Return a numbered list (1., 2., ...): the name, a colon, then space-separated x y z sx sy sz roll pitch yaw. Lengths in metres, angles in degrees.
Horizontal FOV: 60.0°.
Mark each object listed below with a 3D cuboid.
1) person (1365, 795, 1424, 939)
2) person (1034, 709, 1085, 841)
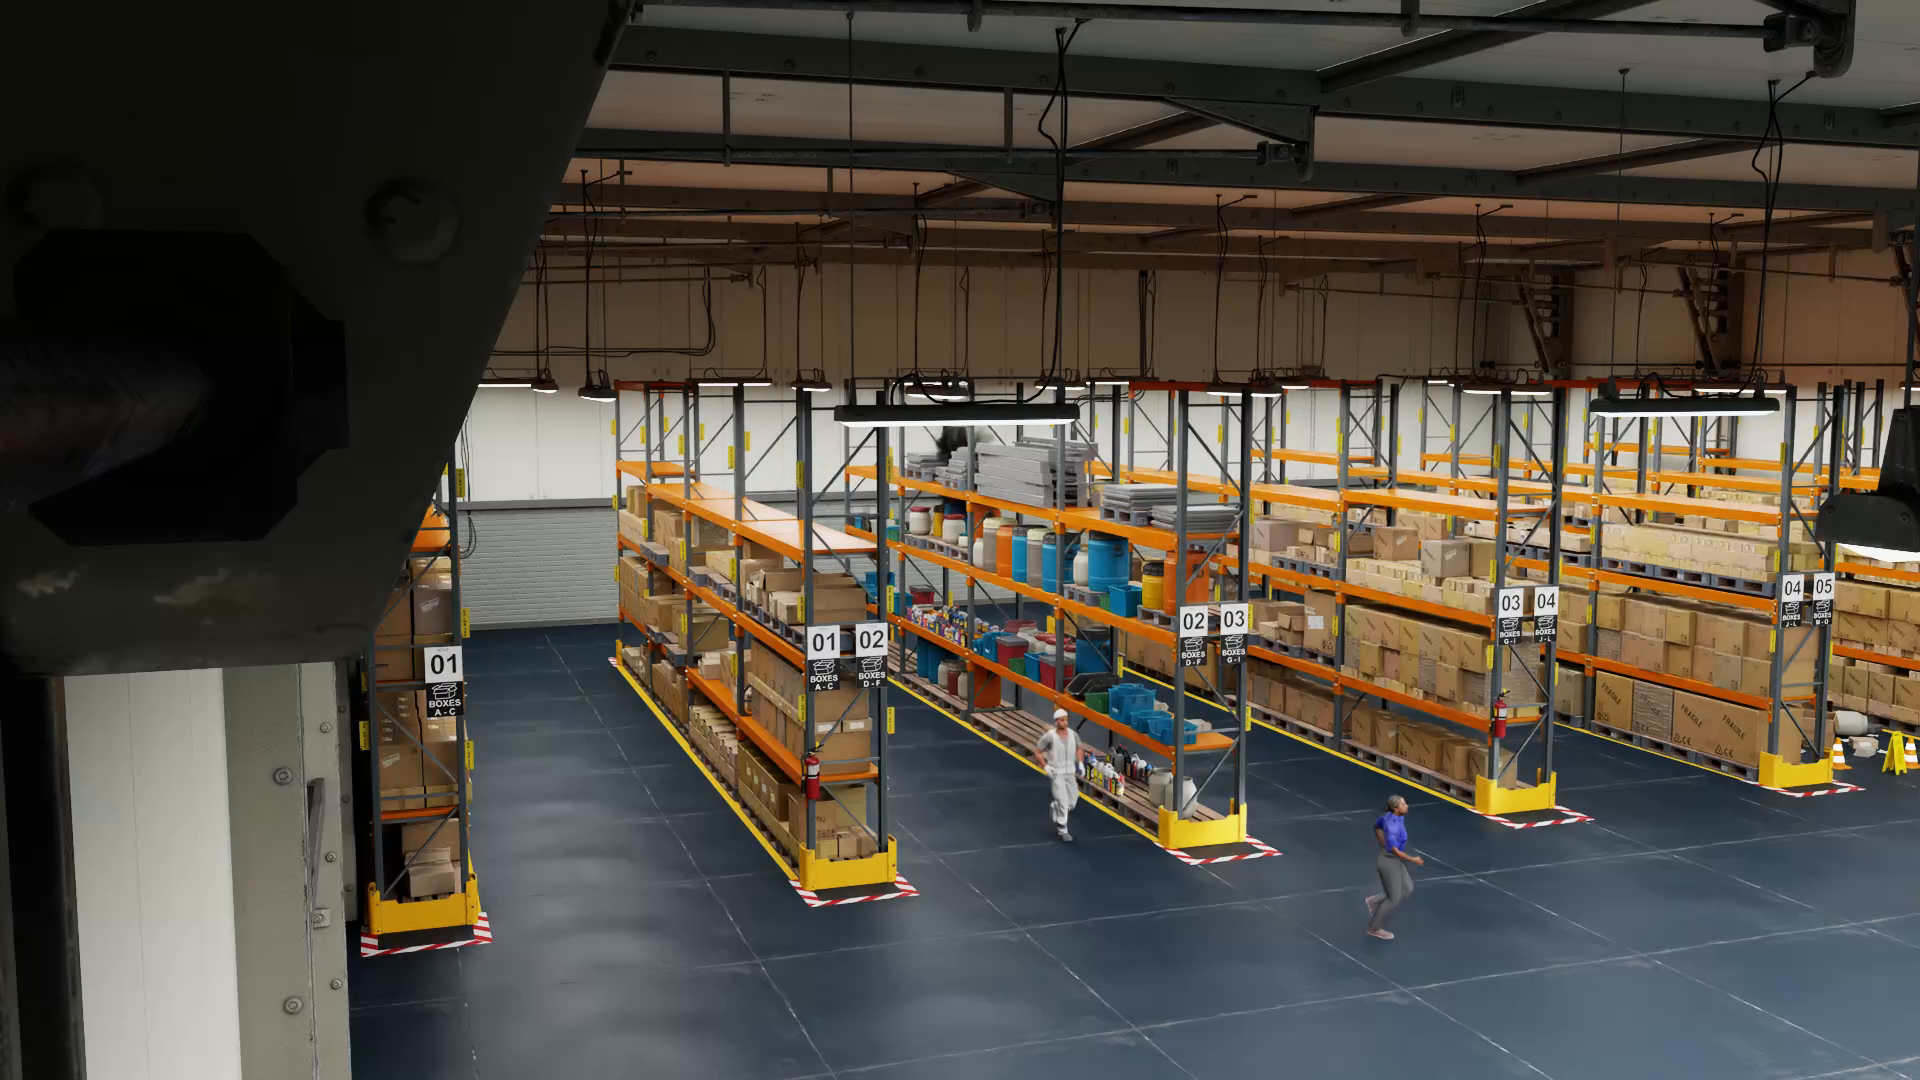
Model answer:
1. person: 4.808 3.596 18.398 0.616 1.613 0.601 1 6 11
2. person: 1.325 3.112 22.241 0.698 1.747 0.724 -3 7 -25
